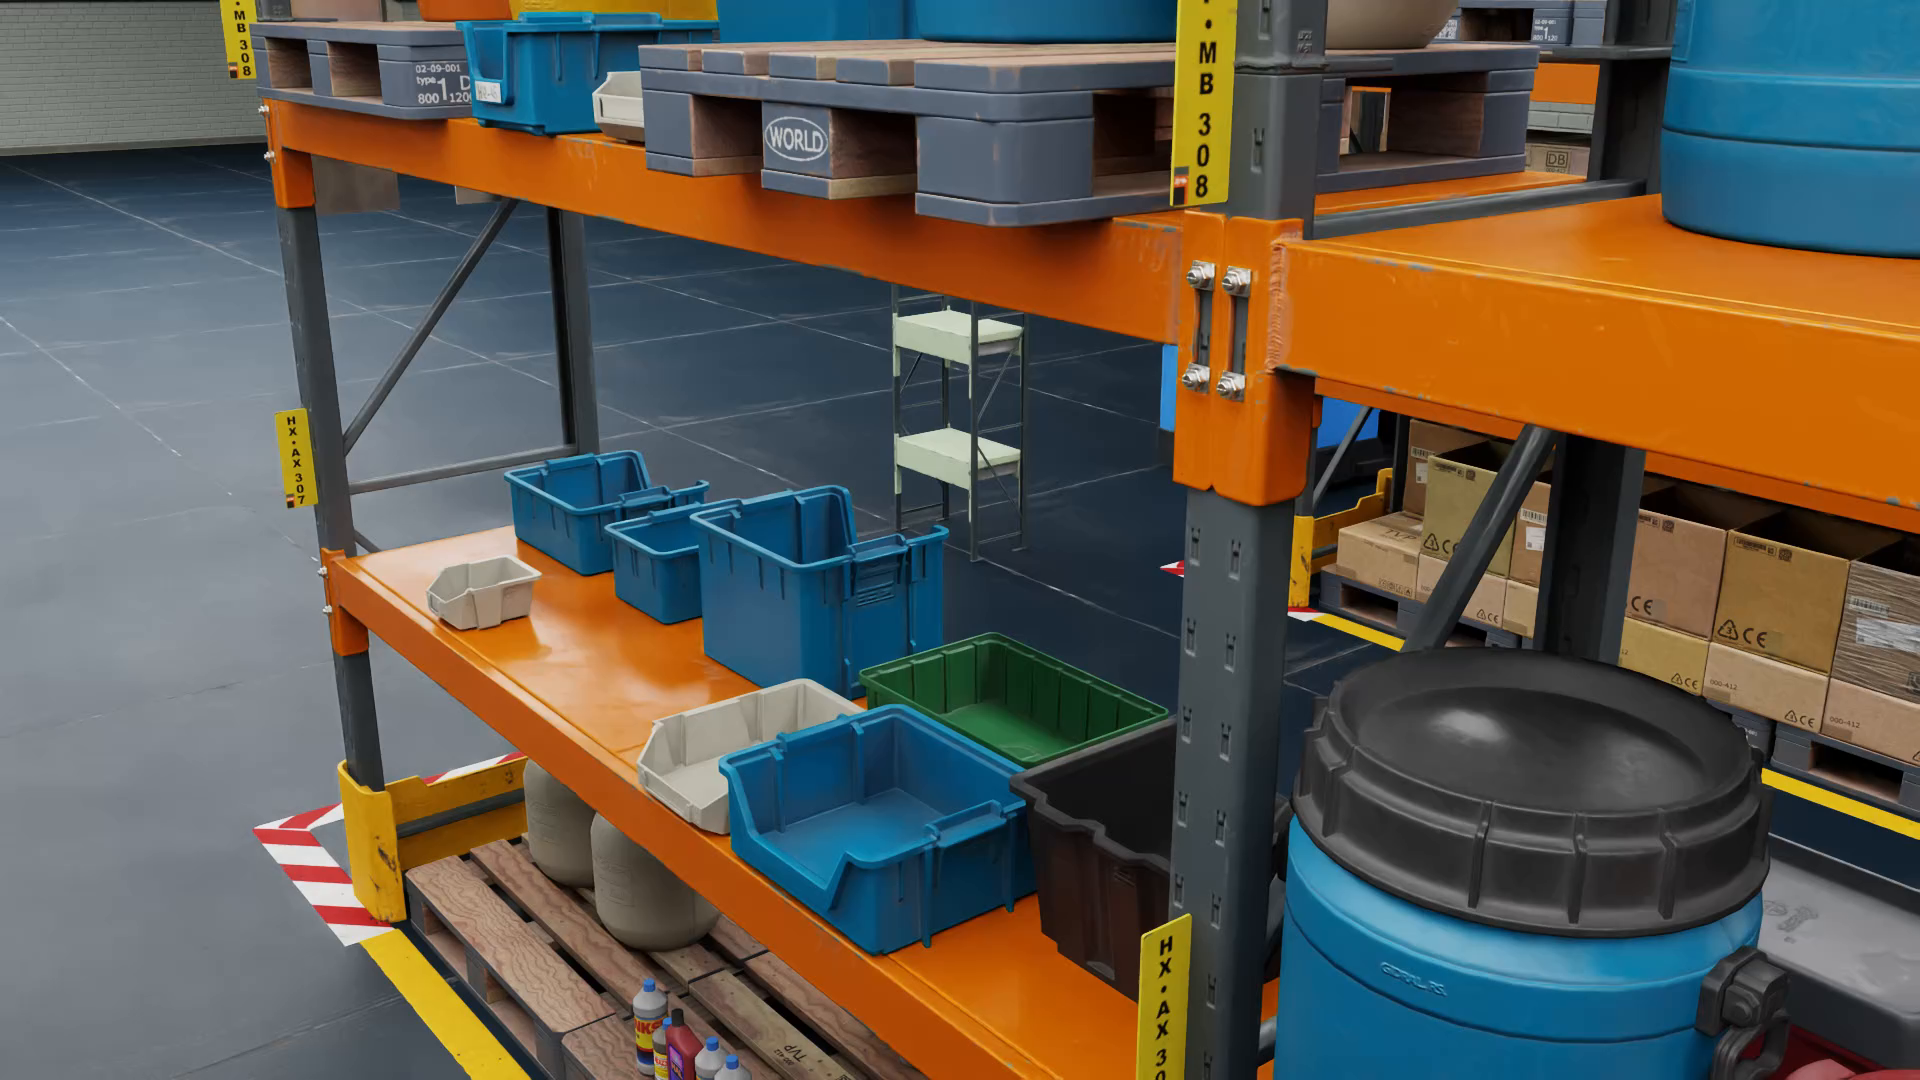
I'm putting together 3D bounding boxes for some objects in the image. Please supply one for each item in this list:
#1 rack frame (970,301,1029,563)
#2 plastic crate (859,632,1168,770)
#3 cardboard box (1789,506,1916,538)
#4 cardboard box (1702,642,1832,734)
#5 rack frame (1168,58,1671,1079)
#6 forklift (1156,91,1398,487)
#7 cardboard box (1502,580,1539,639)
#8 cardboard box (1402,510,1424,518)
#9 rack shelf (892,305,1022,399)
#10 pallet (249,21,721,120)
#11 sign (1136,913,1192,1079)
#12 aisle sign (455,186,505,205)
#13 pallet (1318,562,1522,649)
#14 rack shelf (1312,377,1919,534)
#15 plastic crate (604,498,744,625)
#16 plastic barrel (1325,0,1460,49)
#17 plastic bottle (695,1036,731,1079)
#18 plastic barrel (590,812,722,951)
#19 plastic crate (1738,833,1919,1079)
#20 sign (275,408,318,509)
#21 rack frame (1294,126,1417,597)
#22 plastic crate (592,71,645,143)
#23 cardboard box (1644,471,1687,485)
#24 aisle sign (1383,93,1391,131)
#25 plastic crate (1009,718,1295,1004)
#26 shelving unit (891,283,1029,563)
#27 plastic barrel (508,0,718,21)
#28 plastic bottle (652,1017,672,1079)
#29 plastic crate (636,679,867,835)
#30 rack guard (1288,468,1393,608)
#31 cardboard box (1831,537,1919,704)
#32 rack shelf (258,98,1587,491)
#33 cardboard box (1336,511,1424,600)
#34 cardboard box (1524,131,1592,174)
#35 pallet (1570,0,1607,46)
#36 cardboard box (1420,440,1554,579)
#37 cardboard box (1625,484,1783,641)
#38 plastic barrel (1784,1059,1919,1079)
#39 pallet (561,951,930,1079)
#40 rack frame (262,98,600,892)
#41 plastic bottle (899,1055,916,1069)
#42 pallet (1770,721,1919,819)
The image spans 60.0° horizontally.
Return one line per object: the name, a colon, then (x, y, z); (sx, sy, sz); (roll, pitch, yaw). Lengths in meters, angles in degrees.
rack frame: (0.223, -0.623, 9.359); (0.400, 1.500, 0.023); (-14, 23, -36)
plastic crate: (0.119, 0.455, 4.054); (0.450, 0.188, 0.662); (-14, 23, -36)
cardboard box: (3.963, 0.106, 7.283); (0.500, 0.500, 0.500); (-14, 23, -36)
cardboard box: (3.542, 0.567, 7.085); (0.500, 0.250, 0.500); (-14, 23, -36)
rack frame: (0.741, 0.744, 2.844); (1.000, 3.000, 0.127); (-14, 23, -36)
forklift: (2.848, -1.983, 11.188); (3.031, 2.935, 1.130); (-11, 21, -30)
cardboard box: (2.925, 0.320, 7.831); (0.500, 0.250, 0.500); (-14, 23, -36)
cardboard box: (2.707, -0.027, 8.879); (0.500, 0.250, 0.500); (-14, 23, -36)
rack shelf: (-0.004, -1.084, 9.509); (0.431, 0.370, 0.720); (-14, 23, -36)
pallet: (-1.306, -1.353, 4.706); (1.003, 0.211, 1.213); (-14, 23, -36)
sign: (0.303, 0.717, 2.485); (0.100, 0.325, 0.005); (-14, 23, -36)
aisle sign: (-1.554, -1.552, 5.641); (0.394, 0.787, 0.004); (-14, 23, -36)
pallet: (2.650, 0.296, 8.632); (1.003, 0.211, 1.213); (-14, 23, -36)
rack shelf: (3.384, -0.373, 7.362); (1.077, 0.370, 4.000); (-14, 23, -36)
plastic crate: (-0.798, 0.055, 5.161); (0.499, 0.251, 0.408); (-14, 23, -36)
plastic barrel: (0.628, -1.077, 2.725); (0.421, 0.512, 0.421); (0, 18, 0)
plastic bottle: (-0.648, 1.437, 4.393); (0.097, 0.271, 0.097); (0, 18, 0)
plastic barrel: (-0.963, 1.011, 5.328); (0.421, 0.512, 0.421); (0, 18, 0)
plastic crate: (1.282, 0.773, 2.654); (0.402, 0.464, 0.583); (-14, 23, -36)
sign: (-2.176, -0.267, 5.456); (0.100, 0.325, 0.005); (-14, 23, -36)
rack frame: (2.143, -1.208, 8.738); (1.000, 3.000, 0.127); (-14, 23, -36)
plastic crate: (-0.572, -0.872, 3.370); (0.243, 0.136, 0.396); (-14, 23, -36)
cardboard box: (3.341, -0.140, 8.027); (0.500, 0.500, 0.500); (-14, 23, -36)
aisle sign: (2.332, -2.515, 8.551); (0.394, 0.787, 0.004); (-14, 23, -36)
plastic crate: (0.516, 0.619, 3.318); (0.767, 0.338, 0.504); (-14, 23, -36)
shelving unit: (-0.004, -0.714, 9.632); (0.431, 1.500, 0.755); (-14, 23, -36)
plastic barrel: (-0.935, -1.698, 4.480); (0.600, 0.588, 0.600); (0, 18, 0)
plastic bottle: (-0.797, 1.411, 4.582); (0.097, 0.201, 0.097); (0, 18, 0)
plastic crate: (-0.466, 0.518, 3.945); (0.530, 0.136, 0.437); (-14, 23, -36)
rack guard: (2.128, -0.027, 9.148); (1.175, 0.500, 0.348); (-14, 23, -36)
cardboard box: (3.866, 0.331, 6.605); (0.500, 0.500, 0.500); (-14, 23, -36)
rack shelf: (-0.501, -0.831, 3.974); (1.077, 0.370, 4.000); (-14, 23, -36)
cardboard box: (2.301, 0.074, 8.574); (0.500, 0.250, 0.500); (-14, 23, -36)
cardboard box: (2.786, -1.612, 7.736); (0.700, 0.500, 0.500); (-15, 23, -38)
pallet: (3.323, -2.109, 6.830); (1.003, 0.211, 1.213); (-14, 23, -36)
cardboard box: (2.613, -0.159, 8.085); (0.500, 0.500, 0.500); (-14, 23, -36)
cardboard box: (3.231, 0.088, 7.338); (0.500, 0.500, 0.500); (-14, 23, -36)
plastic barrel: (1.163, 0.958, 1.982); (0.433, 0.535, 0.433); (0, 18, 0)
pallet: (-0.405, 1.593, 4.715); (1.003, 0.211, 1.213); (-14, 23, -36)
rack frame: (-1.743, -0.242, 5.821); (1.000, 3.000, 0.127); (-14, 23, -36)
plastic bottle: (-0.124, 1.375, 4.689); (0.097, 0.201, 0.097); (0, 18, 0)
pallet: (4.165, 0.898, 6.816); (1.003, 0.211, 1.213); (-14, 23, -36)
